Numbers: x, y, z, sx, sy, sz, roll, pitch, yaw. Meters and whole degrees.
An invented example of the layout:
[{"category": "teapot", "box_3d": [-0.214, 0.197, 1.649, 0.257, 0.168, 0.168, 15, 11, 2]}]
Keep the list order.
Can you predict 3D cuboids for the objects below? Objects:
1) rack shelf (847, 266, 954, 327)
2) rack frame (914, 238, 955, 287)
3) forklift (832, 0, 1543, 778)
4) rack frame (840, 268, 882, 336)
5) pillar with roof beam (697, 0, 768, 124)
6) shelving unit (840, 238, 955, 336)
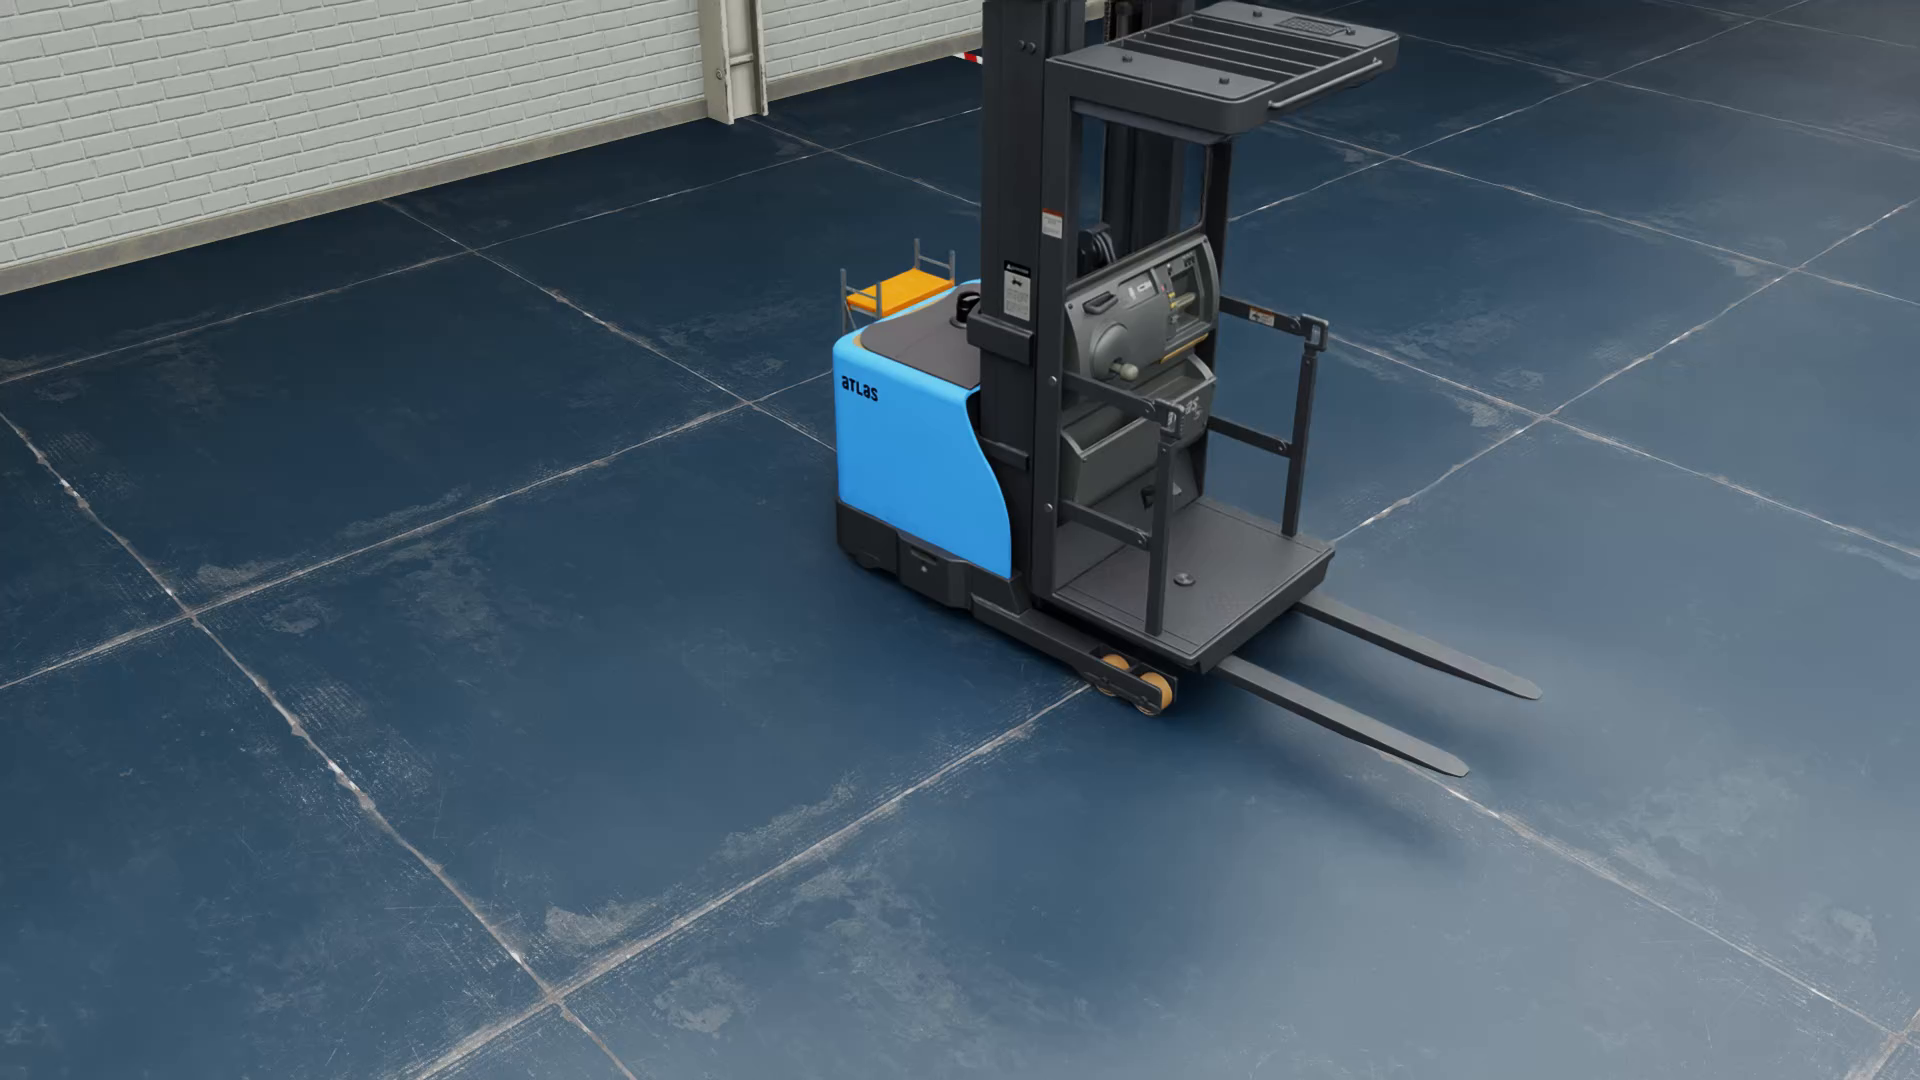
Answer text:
[{"category": "rack shelf", "box_3d": [-0.279, -1.089, 7.628, 0.258, 0.148, 0.480, 25, 39, 34]}, {"category": "rack frame", "box_3d": [-0.118, -0.850, 7.989, 0.240, 1.200, 0.015, 25, 39, 34]}, {"category": "forklift", "box_3d": [0.878, -0.865, 6.356, 3.031, 2.935, 1.130, 25, 39, 34]}, {"category": "rack frame", "box_3d": [-0.440, -0.658, 7.676, 0.240, 1.200, 0.015, 25, 39, 34]}, {"category": "pillar with roof beam", "box_3d": [1.146, -5.595, 8.273, 0.400, 9.000, 9.100, -26, 40, -35]}, {"category": "shelving unit", "box_3d": [-0.279, -0.754, 7.833, 0.258, 1.200, 0.503, 25, 39, 34]}]
